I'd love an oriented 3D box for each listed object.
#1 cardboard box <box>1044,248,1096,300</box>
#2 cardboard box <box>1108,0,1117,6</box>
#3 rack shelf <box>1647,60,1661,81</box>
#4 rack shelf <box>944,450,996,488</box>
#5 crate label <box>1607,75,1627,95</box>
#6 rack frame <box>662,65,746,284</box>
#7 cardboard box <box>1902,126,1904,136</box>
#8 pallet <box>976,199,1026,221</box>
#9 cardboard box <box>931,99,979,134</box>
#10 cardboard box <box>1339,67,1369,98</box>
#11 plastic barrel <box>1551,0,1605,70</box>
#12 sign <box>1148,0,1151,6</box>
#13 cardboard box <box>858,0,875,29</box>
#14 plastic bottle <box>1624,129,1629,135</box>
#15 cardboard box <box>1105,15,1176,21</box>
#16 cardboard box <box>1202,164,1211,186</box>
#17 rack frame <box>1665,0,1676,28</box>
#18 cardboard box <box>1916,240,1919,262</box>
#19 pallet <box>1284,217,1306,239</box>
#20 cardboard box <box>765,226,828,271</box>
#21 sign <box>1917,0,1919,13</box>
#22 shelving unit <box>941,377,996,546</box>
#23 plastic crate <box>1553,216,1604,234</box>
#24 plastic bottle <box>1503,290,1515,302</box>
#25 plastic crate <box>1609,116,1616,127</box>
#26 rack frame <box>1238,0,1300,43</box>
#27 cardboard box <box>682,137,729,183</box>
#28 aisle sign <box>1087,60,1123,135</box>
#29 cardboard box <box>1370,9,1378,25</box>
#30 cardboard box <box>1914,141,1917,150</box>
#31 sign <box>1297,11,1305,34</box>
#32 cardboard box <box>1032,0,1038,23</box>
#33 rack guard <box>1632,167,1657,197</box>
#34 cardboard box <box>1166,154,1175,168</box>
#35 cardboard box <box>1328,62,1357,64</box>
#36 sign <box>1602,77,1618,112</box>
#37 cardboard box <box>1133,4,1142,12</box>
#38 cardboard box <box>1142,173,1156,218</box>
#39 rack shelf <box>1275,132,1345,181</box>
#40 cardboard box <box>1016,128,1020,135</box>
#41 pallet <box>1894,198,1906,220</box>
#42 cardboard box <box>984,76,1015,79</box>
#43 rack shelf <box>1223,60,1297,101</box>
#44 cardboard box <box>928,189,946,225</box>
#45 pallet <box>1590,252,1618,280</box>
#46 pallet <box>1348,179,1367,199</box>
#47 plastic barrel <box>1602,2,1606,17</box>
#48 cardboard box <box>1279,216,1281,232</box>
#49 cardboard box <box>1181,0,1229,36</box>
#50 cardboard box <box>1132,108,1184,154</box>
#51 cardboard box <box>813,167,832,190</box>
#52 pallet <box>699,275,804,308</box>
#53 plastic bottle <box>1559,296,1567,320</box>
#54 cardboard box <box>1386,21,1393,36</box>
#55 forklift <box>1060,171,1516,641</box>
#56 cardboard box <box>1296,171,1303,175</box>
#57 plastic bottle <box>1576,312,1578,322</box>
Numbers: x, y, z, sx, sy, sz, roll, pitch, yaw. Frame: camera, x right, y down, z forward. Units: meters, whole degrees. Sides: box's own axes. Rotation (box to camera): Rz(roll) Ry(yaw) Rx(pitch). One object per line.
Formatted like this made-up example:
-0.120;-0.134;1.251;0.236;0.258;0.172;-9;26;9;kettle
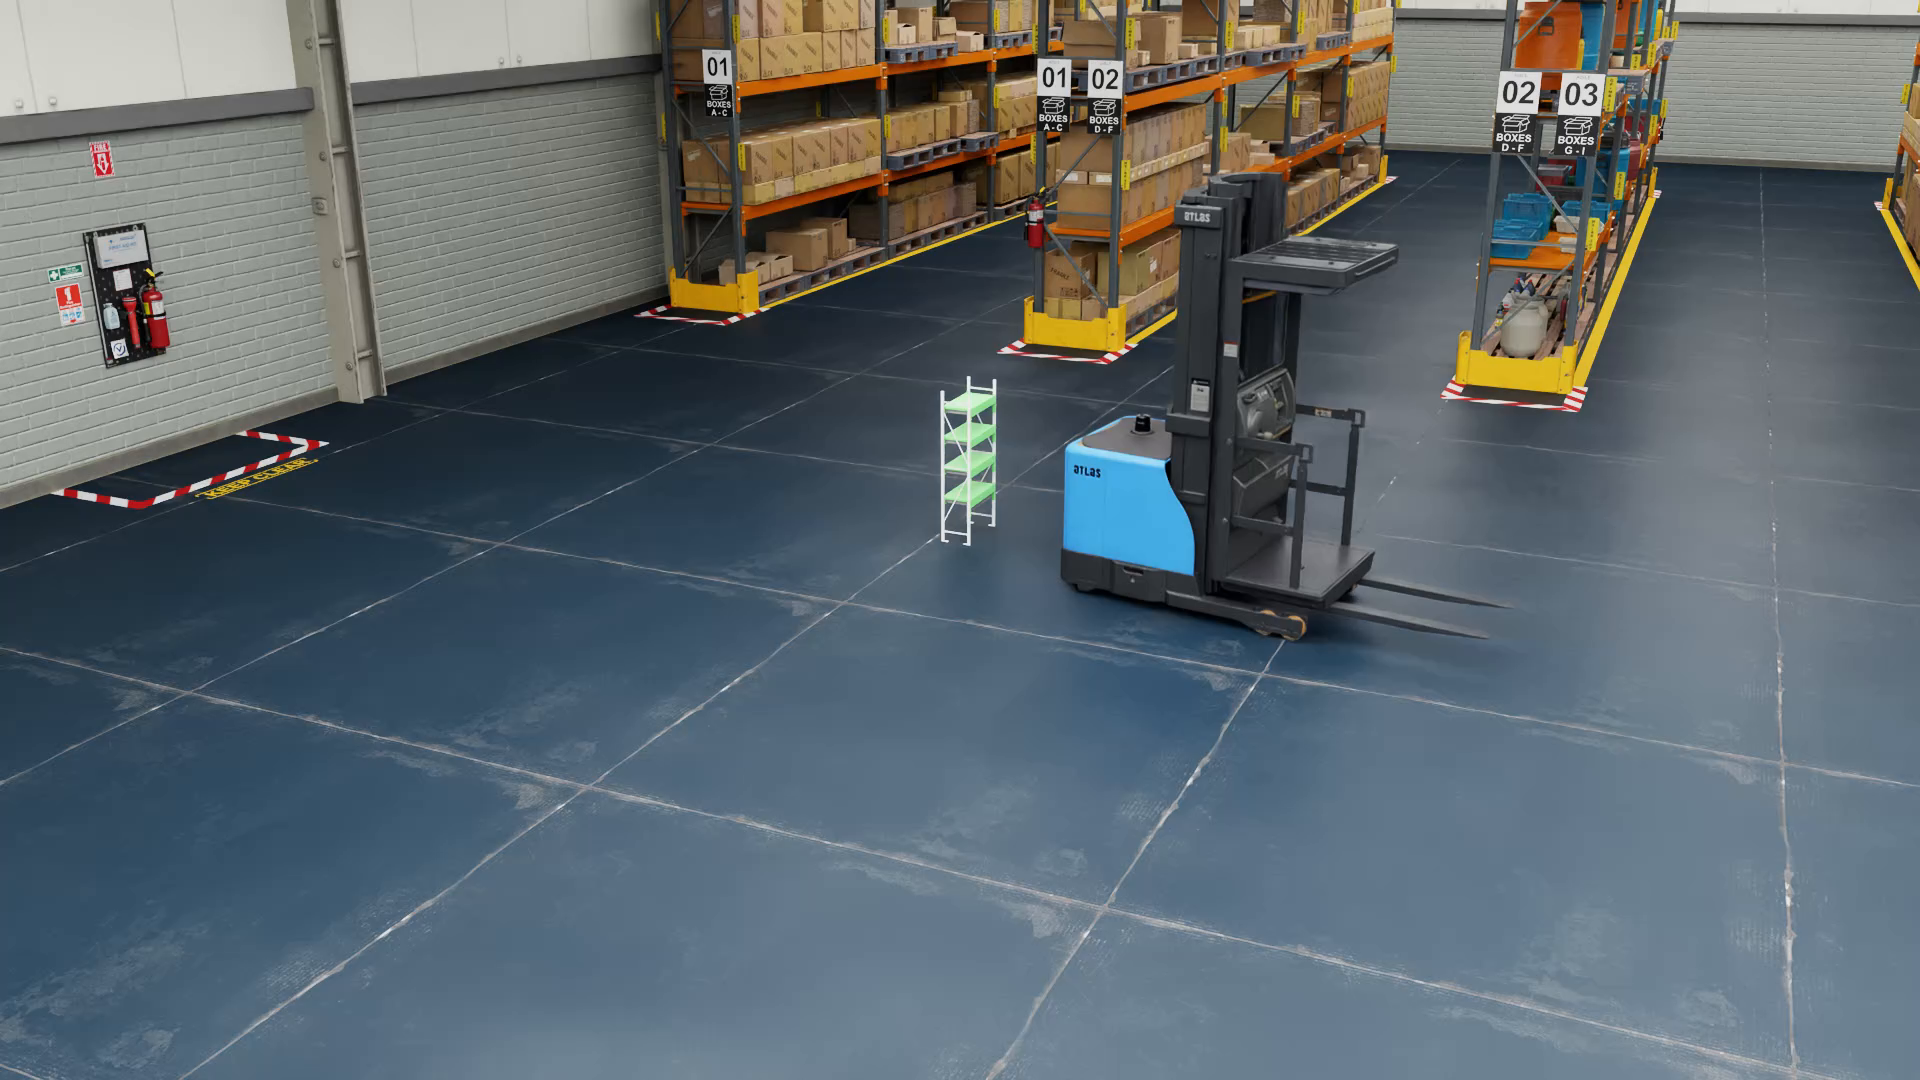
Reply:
1.287;-3.160;19.736;0.500;0.500;0.500;9;21;23;cardboard box
2.682;-10.477;31.804;0.500;0.500;0.500;9;21;23;cardboard box
9.951;-7.150;25.195;1.077;0.370;4.000;9;21;23;rack shelf
0.068;-0.556;12.931;0.258;0.148;0.480;9;21;23;rack shelf
6.924;-4.889;17.985;0.502;0.251;0.408;9;21;23;crate label
-3.182;-4.378;20.804;1.000;3.000;0.127;9;21;23;rack frame
16.481;-7.049;28.688;0.380;0.149;0.250;9;21;23;cardboard box
0.486;-5.741;28.796;1.003;0.211;1.213;9;21;23;pallet
-0.089;-6.933;27.182;0.700;0.500;0.500;6;20;16;cardboard box
7.124;-8.307;30.208;0.500;0.500;0.500;8;21;21;cardboard box
6.989;-5.800;18.948;0.600;0.901;0.708;9;21;23;plastic barrel
3.859;-10.984;33.698;0.100;0.325;0.005;9;21;23;sign
-1.502;-7.352;23.016;0.500;0.500;0.500;7;21;18;cardboard box
10.561;-6.358;26.444;0.144;0.351;0.185;9;21;23;plastic bottle
2.188;-6.162;20.353;0.797;0.503;0.637;11;22;29;cardboard box
3.139;-5.008;22.799;0.500;0.250;0.500;10;22;26;cardboard box
12.408;-10.737;29.729;1.000;3.000;0.127;9;21;23;rack frame
13.953;-4.190;22.818;1.225;0.875;0.875;8;21;20;cardboard box
4.955;-5.055;26.867;1.003;0.211;1.213;9;21;23;pallet
-2.237;-3.999;22.810;0.700;0.500;0.500;7;21;19;cardboard box
16.423;-9.171;28.380;0.100;0.325;0.005;9;21;23;sign
0.068;-0.616;12.910;0.258;1.200;0.503;9;21;23;shelving unit
7.061;-3.586;18.970;0.530;0.136;0.437;9;21;23;plastic crate
6.458;-2.767;19.568;0.144;0.351;0.185;10;22;25;plastic bottle
11.345;-7.335;29.277;0.416;0.233;0.300;9;21;23;plastic crate
4.615;-8.972;24.767;1.000;3.000;0.127;9;21;23;rack frame
-3.183;-4.844;21.187;0.500;0.500;0.500;8;21;22;cardboard box
1.592;-4.863;18.285;0.394;0.787;0.004;9;21;23;aisle sign
7.302;-9.518;30.257;0.500;0.250;0.500;9;21;23;cardboard box
15.431;-6.263;26.479;0.380;0.149;0.250;9;21;24;cardboard box
5.118;-7.761;24.949;0.100;0.325;0.005;9;21;23;sign
1.103;-9.281;29.308;0.700;0.500;0.500;8;21;22;cardboard box
12.406;-6.742;31.179;1.175;0.500;0.348;9;21;23;rack guard
2.434;-4.693;20.572;0.380;0.149;0.250;9;22;24;cardboard box
7.262;-8.849;31.732;0.500;0.500;0.500;9;21;23;cardboard box
6.357;-4.360;16.261;0.100;0.325;0.005;9;21;23;sign
3.312;-10.597;33.260;0.500;0.250;0.500;9;22;24;cardboard box
1.961;-4.200;20.153;0.700;0.500;0.500;9;21;23;cardboard box
5.434;-6.418;27.612;1.077;0.370;4.000;9;21;23;rack shelf
0.826;-7.104;28.812;0.380;0.149;0.250;9;21;24;cardboard box
16.671;-5.661;28.573;1.003;0.211;1.213;9;21;23;pallet
0.680;-8.018;29.296;0.500;0.250;0.500;8;21;21;cardboard box
3.796;-6.608;23.671;1.077;0.370;4.000;9;21;23;rack shelf
-0.648;-5.329;26.550;0.700;0.500;0.500;8;21;22;cardboard box
8.780;-3.919;23.674;1.003;0.211;1.213;9;21;23;pallet
7.033;-6.638;31.320;1.003;0.211;1.213;9;21;23;pallet
8.040;-6.476;21.478;0.600;0.901;0.708;9;21;23;plastic barrel
4.622;-4.853;25.616;0.500;0.250;0.500;9;22;24;cardboard box
3.266;-7.000;22.175;0.500;0.500;0.500;9;21;23;cardboard box
2.390;-5.137;20.851;0.700;0.500;0.500;9;21;23;cardboard box
-2.070;-4.893;22.443;0.500;0.250;0.500;9;21;23;cardboard box
-2.786;-3.331;22.021;1.003;0.211;1.213;9;21;23;pallet
7.115;-2.741;19.596;0.061;0.283;0.133;9;21;23;plastic bottle
7.921;-9.740;31.628;0.500;0.250;0.500;9;21;23;cardboard box
2.246;-0.911;11.157;3.031;2.935;1.130;12;23;30;forklift
5.624;-6.119;28.771;0.500;0.500;0.500;9;21;23;cardboard box
7.105;-2.585;19.280;0.097;0.201;0.097;0;20;0;plastic bottle
